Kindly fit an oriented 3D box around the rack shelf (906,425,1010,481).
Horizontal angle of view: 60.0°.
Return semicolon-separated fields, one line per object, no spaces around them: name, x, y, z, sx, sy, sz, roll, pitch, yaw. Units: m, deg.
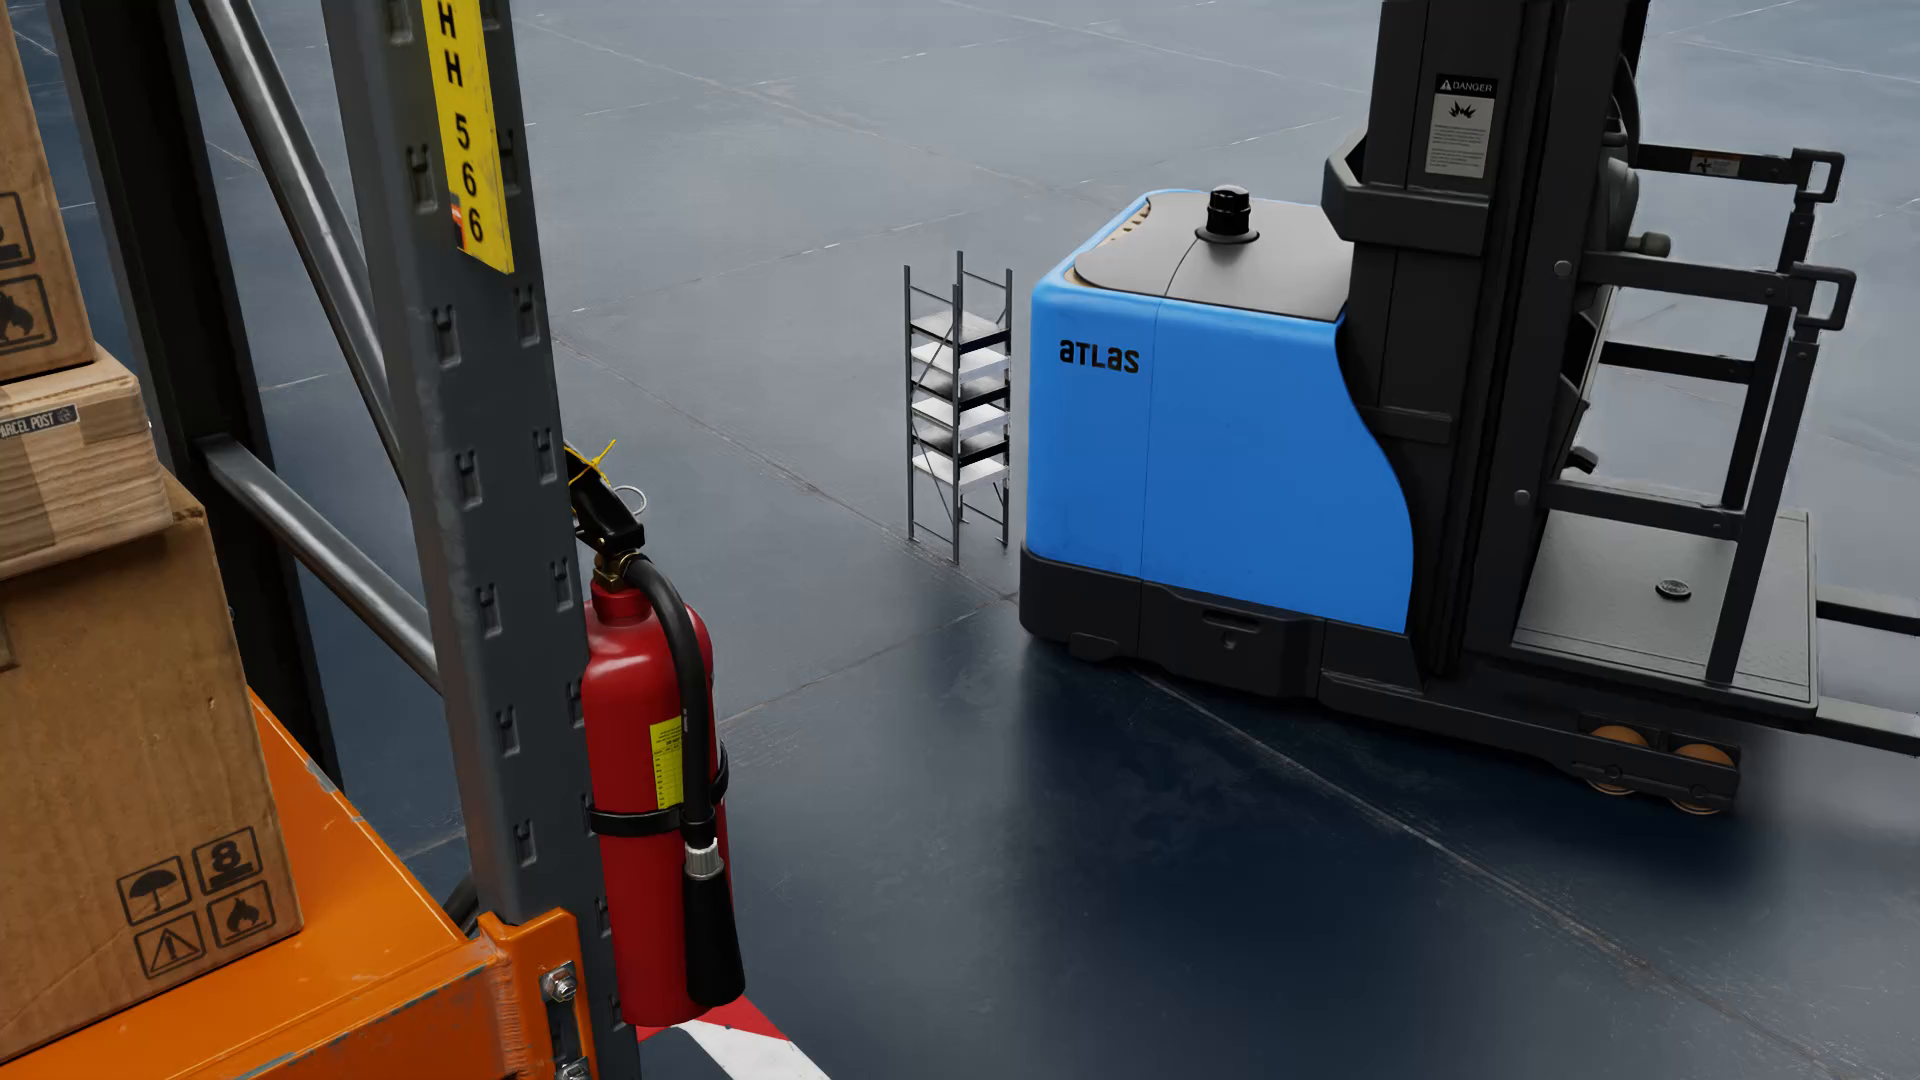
rack shelf;-0.006;-0.286;5.091;0.200;0.077;0.258;-22;35;-35

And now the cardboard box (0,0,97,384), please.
cardboard box;-1.135;-0.418;1.367;0.500;0.500;0.700;-22;35;-35

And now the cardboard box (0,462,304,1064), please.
cardboard box;-1.095;0.138;1.703;0.500;0.500;0.700;-22;35;-35

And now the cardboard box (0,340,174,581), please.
cardboard box;-0.899;-0.101;1.463;0.250;0.149;0.380;-23;35;-36

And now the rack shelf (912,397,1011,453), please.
rack shelf;-0.006;-0.365;5.049;0.200;0.077;0.258;-22;35;-35

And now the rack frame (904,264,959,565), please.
rack frame;-0.084;-0.363;4.975;0.006;0.900;0.240;-22;35;-35

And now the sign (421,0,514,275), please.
sign;-0.390;-0.373;1.285;0.005;0.325;0.100;-22;35;-35

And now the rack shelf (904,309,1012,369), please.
rack shelf;-0.006;-0.603;4.922;0.200;0.077;0.258;-22;35;-35

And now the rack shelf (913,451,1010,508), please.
rack shelf;-0.006;-0.206;5.134;0.200;0.077;0.258;-22;35;-35

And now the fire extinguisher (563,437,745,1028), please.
fire extinguisher;-0.340;0.208;1.760;0.183;0.674;0.296;-22;35;-35

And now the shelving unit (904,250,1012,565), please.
shelving unit;-0.006;-0.394;5.033;0.210;0.900;0.258;-22;35;-35

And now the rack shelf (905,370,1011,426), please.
rack shelf;-0.006;-0.444;5.007;0.200;0.077;0.258;-22;35;-35

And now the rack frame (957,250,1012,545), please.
rack frame;0.071;-0.426;5.091;0.006;0.900;0.240;-22;35;-35

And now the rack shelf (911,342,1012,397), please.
rack shelf;-0.006;-0.524;4.964;0.200;0.077;0.258;-22;35;-35

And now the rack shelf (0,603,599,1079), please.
rack shelf;-2.253;0.973;1.010;4.000;0.370;1.077;-22;35;-35

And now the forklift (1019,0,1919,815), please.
forklift;1.730;-0.916;3.854;3.031;2.935;1.130;12;30;21
